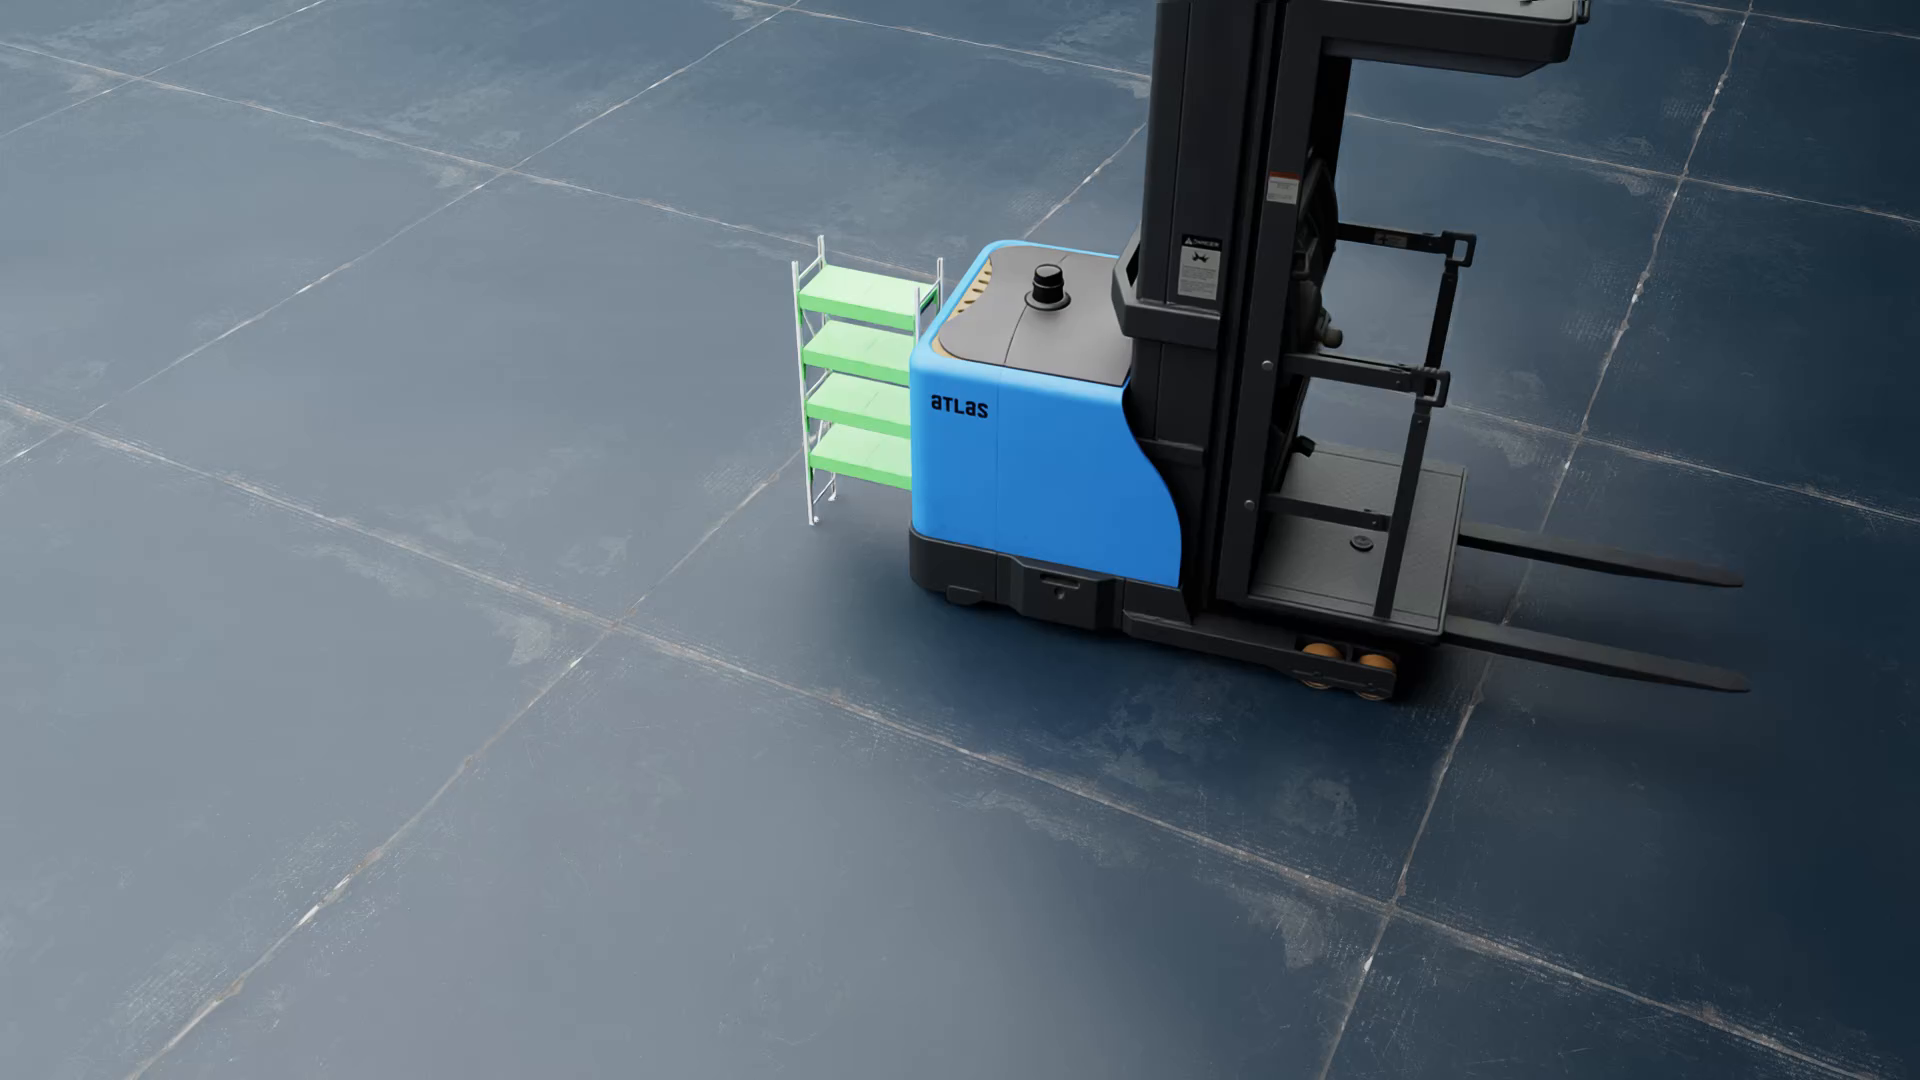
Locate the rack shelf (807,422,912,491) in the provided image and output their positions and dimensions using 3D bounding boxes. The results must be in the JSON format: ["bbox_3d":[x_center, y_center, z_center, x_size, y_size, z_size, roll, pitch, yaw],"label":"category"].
[{"bbox_3d":[-0.340,-0.308,6.666,0.480,0.148,0.258,14,39,17],"label":"rack shelf"}]

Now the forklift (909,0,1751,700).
[{"bbox_3d":[1.379,-0.953,5.581,3.031,2.935,1.130,11,39,15],"label":"forklift"}]

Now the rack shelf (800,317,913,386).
[{"bbox_3d":[-0.340,-0.691,6.376,0.480,0.148,0.258,14,39,17],"label":"rack shelf"}]

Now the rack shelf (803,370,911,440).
[{"bbox_3d":[-0.340,-0.499,6.521,0.480,0.148,0.258,14,39,17],"label":"rack shelf"}]

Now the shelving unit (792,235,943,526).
[{"bbox_3d":[-0.340,-0.550,6.483,0.503,1.200,0.258,14,39,17],"label":"shelving unit"}]

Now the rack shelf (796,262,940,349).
[{"bbox_3d":[-0.340,-0.882,6.231,0.480,0.148,0.258,14,39,17],"label":"rack shelf"}]

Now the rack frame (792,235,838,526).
[{"bbox_3d":[-0.567,-0.605,6.555,0.015,1.200,0.240,14,39,17],"label":"rack frame"}]

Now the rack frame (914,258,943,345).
[{"bbox_3d":[-0.114,-0.495,6.410,0.015,1.200,0.240,14,39,17],"label":"rack frame"}]
